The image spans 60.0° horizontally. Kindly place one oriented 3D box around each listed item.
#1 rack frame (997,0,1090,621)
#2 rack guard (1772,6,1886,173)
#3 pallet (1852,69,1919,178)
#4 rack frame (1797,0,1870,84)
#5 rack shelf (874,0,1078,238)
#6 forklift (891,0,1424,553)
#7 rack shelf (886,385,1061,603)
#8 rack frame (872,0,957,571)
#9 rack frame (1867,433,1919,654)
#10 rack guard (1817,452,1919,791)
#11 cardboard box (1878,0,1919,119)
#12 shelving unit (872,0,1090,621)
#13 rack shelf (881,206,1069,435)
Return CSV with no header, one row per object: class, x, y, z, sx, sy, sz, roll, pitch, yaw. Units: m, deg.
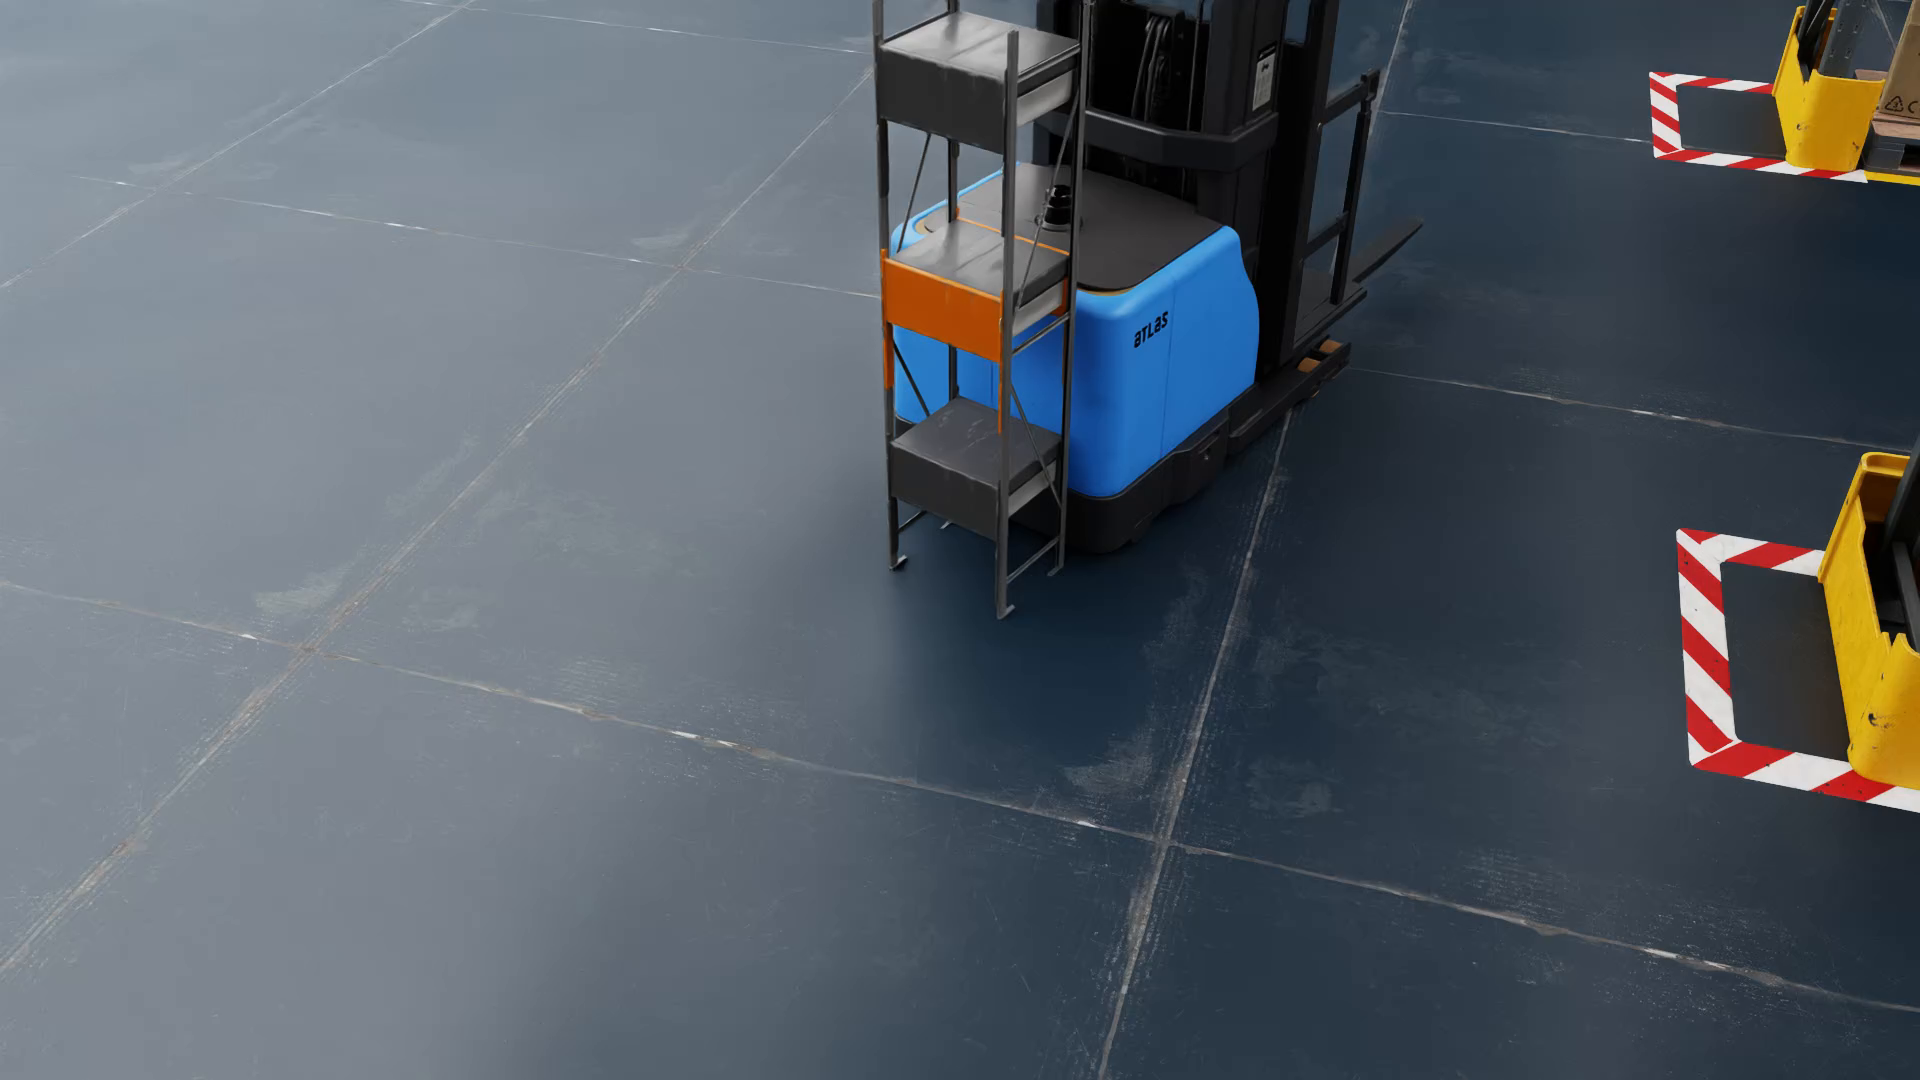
rack frame,0.257,-0.657,5.371,0.015,2.100,0.400,24,43,29
rack guard,4.818,-2.526,9.260,0.348,0.500,1.175,10,38,14
pallet,5.583,-2.246,9.124,1.213,0.211,1.003,10,38,14
rack frame,4.746,-3.546,8.538,0.127,3.000,1.000,10,38,14
rack shelf,0.062,-1.297,5.083,0.480,0.518,0.431,24,43,29
forklift,1.033,-1.947,6.423,1.130,2.935,3.031,25,43,29
rack shelf,0.061,-0.169,5.911,0.480,0.518,0.431,24,43,29
rack frame,-0.134,-0.831,5.607,0.015,2.100,0.400,24,43,29
rack frame,3.170,-0.758,4.749,0.127,3.000,1.000,10,38,14
rack guard,3.148,0.245,5.496,0.348,0.500,1.175,10,38,14
cardboard box,5.337,-2.589,8.991,0.500,0.500,0.500,18,40,22
shelving unit,0.062,-0.744,5.489,0.503,2.100,0.431,24,43,29
rack shelf,0.061,-0.733,5.497,0.480,0.518,0.431,24,43,29
